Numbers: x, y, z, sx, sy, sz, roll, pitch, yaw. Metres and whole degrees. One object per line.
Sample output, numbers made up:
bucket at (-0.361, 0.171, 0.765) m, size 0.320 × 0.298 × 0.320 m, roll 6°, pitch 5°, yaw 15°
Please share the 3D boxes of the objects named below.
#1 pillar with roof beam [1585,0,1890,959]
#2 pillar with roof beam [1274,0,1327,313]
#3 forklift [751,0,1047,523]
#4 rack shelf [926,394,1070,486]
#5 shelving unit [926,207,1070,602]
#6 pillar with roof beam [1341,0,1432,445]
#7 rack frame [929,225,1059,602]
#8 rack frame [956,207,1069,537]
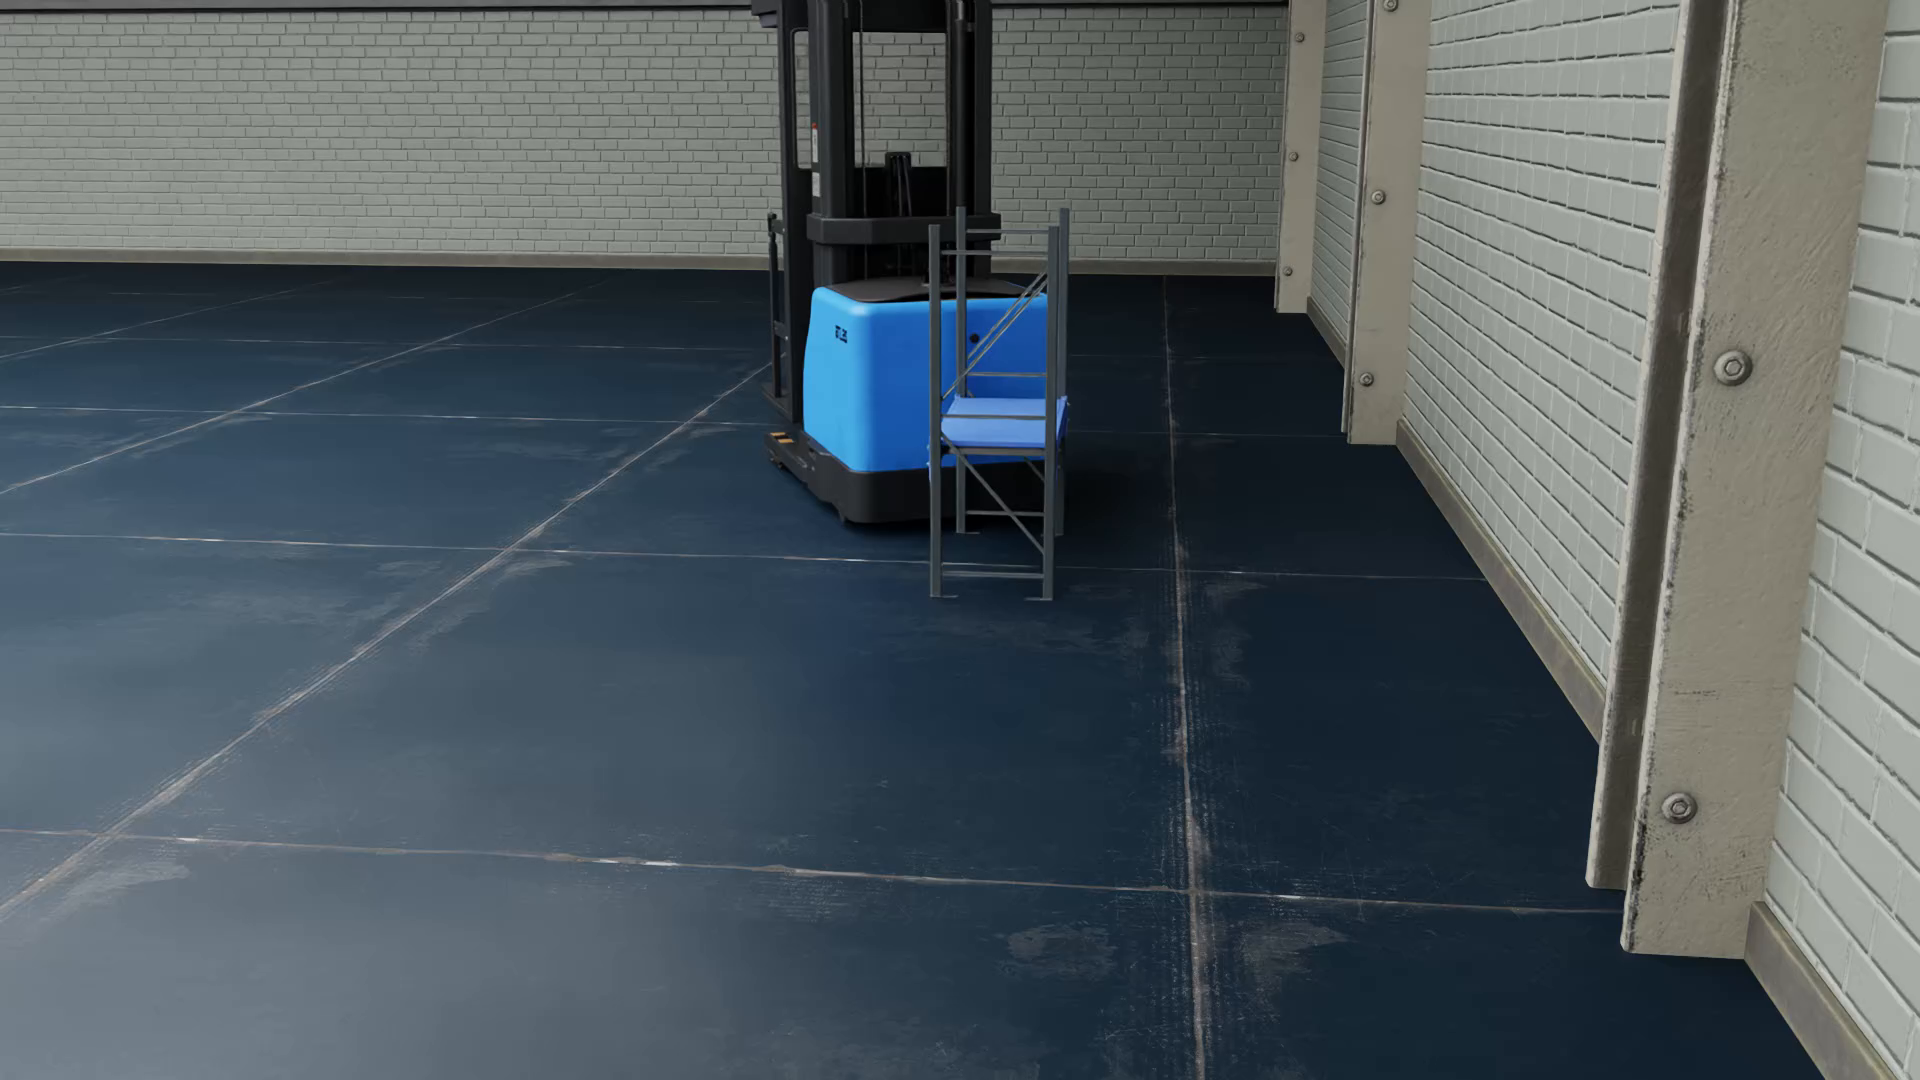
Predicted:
pillar with roof beam at (-2.502, -3.526, 3.464) m, size 9.100 × 9.000 × 0.400 m, roll 2°, pitch 15°, yaw 6°
pillar with roof beam at (-1.148, -6.639, 14.974) m, size 9.100 × 9.000 × 0.400 m, roll 2°, pitch 15°, yaw 6°
forklift at (-0.458, -1.833, 8.824) m, size 1.130 × 2.935 × 3.031 m, roll -5°, pitch 16°, yaw -17°
rack shelf at (0.182, -0.441, 7.109) m, size 0.538 × 0.185 × 1.000 m, roll 2°, pitch 15°, yaw 6°
shelving unit at (0.182, -0.615, 7.062) m, size 0.538 × 1.500 × 1.048 m, roll 2°, pitch 15°, yaw 6°
pillar with roof beam at (-1.825, -5.083, 9.219) m, size 9.100 × 9.000 × 0.400 m, roll 2°, pitch 15°, yaw 6°
rack frame at (0.130, -0.483, 6.574) m, size 0.500 × 1.500 × 0.032 m, roll 2°, pitch 15°, yaw 6°
rack frame at (0.233, -0.747, 7.550) m, size 0.500 × 1.500 × 0.032 m, roll 2°, pitch 15°, yaw 6°
